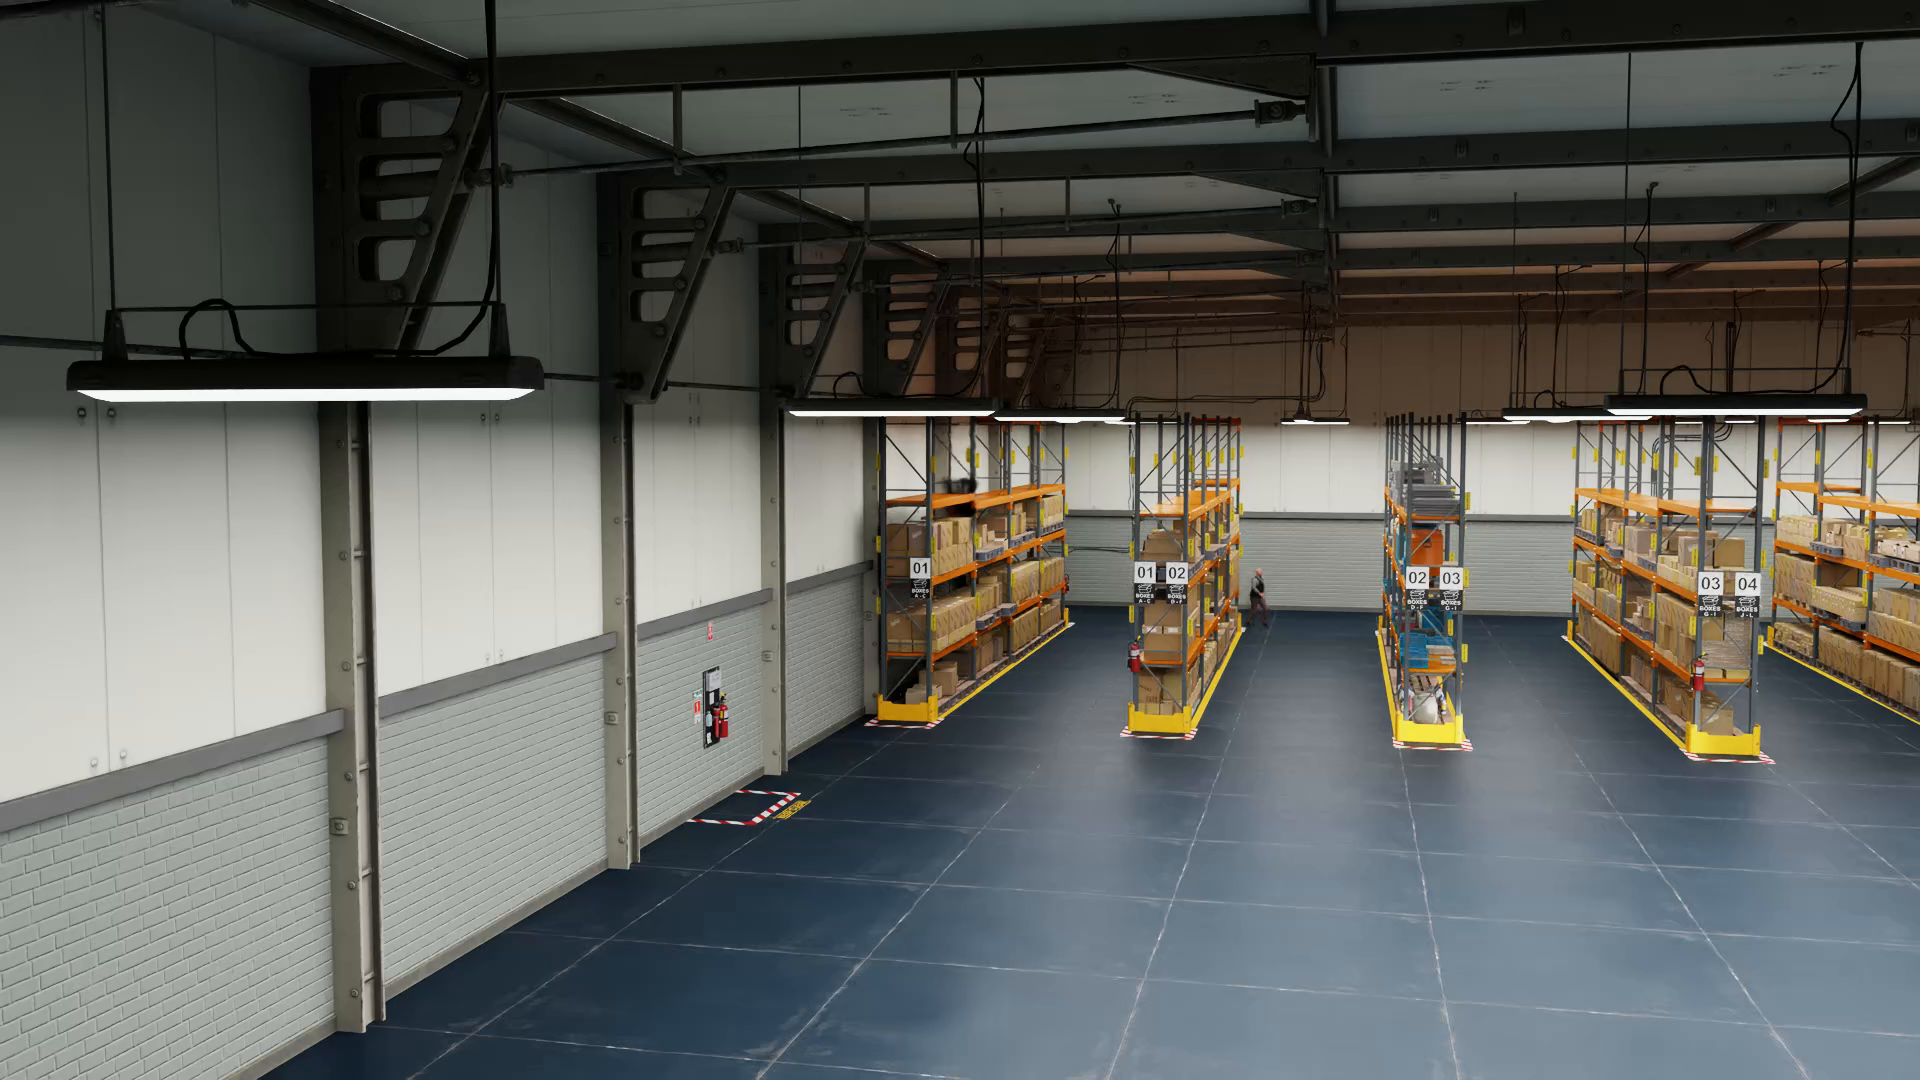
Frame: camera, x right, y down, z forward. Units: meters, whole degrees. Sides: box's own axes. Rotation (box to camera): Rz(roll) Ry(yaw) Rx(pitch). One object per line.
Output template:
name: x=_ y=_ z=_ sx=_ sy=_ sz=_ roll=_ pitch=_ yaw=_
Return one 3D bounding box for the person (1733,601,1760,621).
person: x=19.309 y=2.062 z=40.907 sx=0.693 sy=1.790 sz=0.986 roll=1 pitch=4 yaw=19

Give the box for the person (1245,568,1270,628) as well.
person: x=8.467 y=1.684 z=47.575 sx=0.781 sy=1.768 sz=0.686 roll=3 pitch=5 yaw=41
